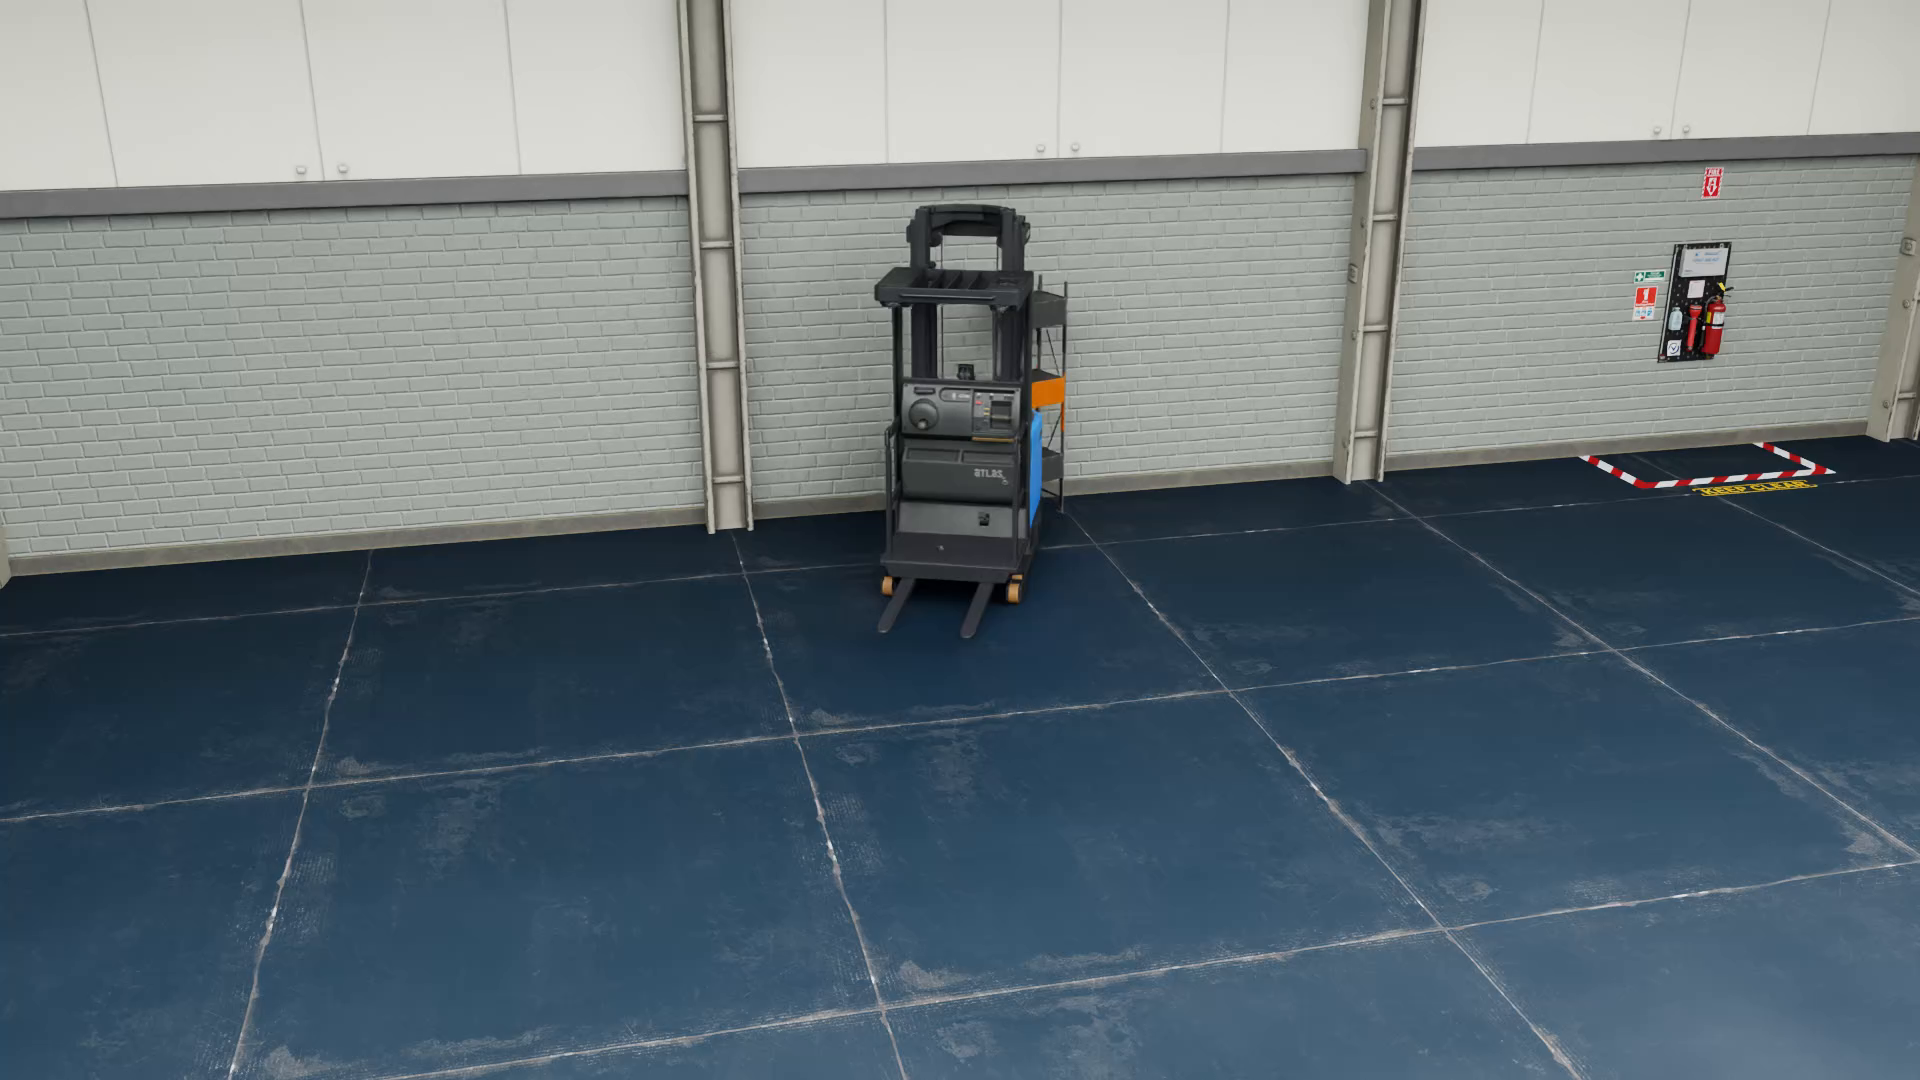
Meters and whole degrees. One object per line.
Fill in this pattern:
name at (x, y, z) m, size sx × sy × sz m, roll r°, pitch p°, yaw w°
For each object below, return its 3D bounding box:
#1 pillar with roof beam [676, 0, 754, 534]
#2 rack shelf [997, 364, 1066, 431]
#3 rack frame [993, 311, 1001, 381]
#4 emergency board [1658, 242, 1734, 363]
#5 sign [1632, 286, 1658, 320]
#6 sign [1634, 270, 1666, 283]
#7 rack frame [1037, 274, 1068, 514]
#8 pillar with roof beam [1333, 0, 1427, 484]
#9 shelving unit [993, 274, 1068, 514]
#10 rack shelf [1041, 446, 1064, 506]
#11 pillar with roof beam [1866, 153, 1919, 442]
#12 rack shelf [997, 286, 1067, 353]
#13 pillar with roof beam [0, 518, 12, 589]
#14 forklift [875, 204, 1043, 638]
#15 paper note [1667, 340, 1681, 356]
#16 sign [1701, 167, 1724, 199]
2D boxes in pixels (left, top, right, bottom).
pillar with roof beam at (-1.040, -2.907, 9.168) m, size 0.400 × 9.000 × 9.100 m, roll -5°, pitch 21°, yaw -12°
rack shelf at (0.606, -1.221, 14.634) m, size 0.480 × 0.518 × 0.431 m, roll -13°, pitch 24°, yaw -32°
rack frame at (0.404, -1.186, 14.501) m, size 0.015 × 2.100 × 0.400 m, roll -13°, pitch 24°, yaw -32°
emergency board at (7.234, -2.298, 16.228) m, size 0.643 × 1.169 × 0.194 m, roll -5°, pitch 21°, yaw -12°
sign at (6.672, -2.306, 16.196) m, size 0.234 × 0.329 × 0.001 m, roll -5°, pitch 21°, yaw -12°
sign at (6.679, -2.552, 16.098) m, size 0.331 × 0.109 × 0.001 m, roll -5°, pitch 21°, yaw -12°
rack frame at (0.808, -1.281, 14.758) m, size 0.015 × 2.100 × 0.400 m, roll -13°, pitch 24°, yaw -32°
pillar with roof beam at (4.799, -3.382, 10.464) m, size 0.400 × 9.000 × 9.100 m, roll -5°, pitch 21°, yaw -12°
shelving unit at (0.606, -1.234, 14.630) m, size 0.503 × 2.100 × 0.431 m, roll -13°, pitch 24°, yaw -32°
rack shelf at (0.606, -0.564, 14.875) m, size 0.480 × 0.518 × 0.431 m, roll -13°, pitch 24°, yaw -32°
pillar with roof beam at (10.638, -3.857, 11.761) m, size 0.400 × 9.000 × 9.100 m, roll -5°, pitch 21°, yaw -12°
rack shelf at (0.606, -1.878, 14.393) m, size 0.480 × 0.518 × 0.431 m, roll -13°, pitch 24°, yaw -32°
pillar with roof beam at (-6.879, -2.432, 7.872) m, size 0.400 × 9.000 × 9.100 m, roll -5°, pitch 21°, yaw -12°
forklift at (-0.022, -1.009, 12.808) m, size 1.130 × 2.935 × 3.031 m, roll 3°, pitch 20°, yaw 8°
paper note at (7.046, -1.894, 16.404) m, size 0.142 × 0.148 × 0.016 m, roll -5°, pitch 21°, yaw -12°
sign at (7.203, -3.419, 15.918) m, size 0.199 × 0.298 × 0.001 m, roll -5°, pitch 21°, yaw -12°
